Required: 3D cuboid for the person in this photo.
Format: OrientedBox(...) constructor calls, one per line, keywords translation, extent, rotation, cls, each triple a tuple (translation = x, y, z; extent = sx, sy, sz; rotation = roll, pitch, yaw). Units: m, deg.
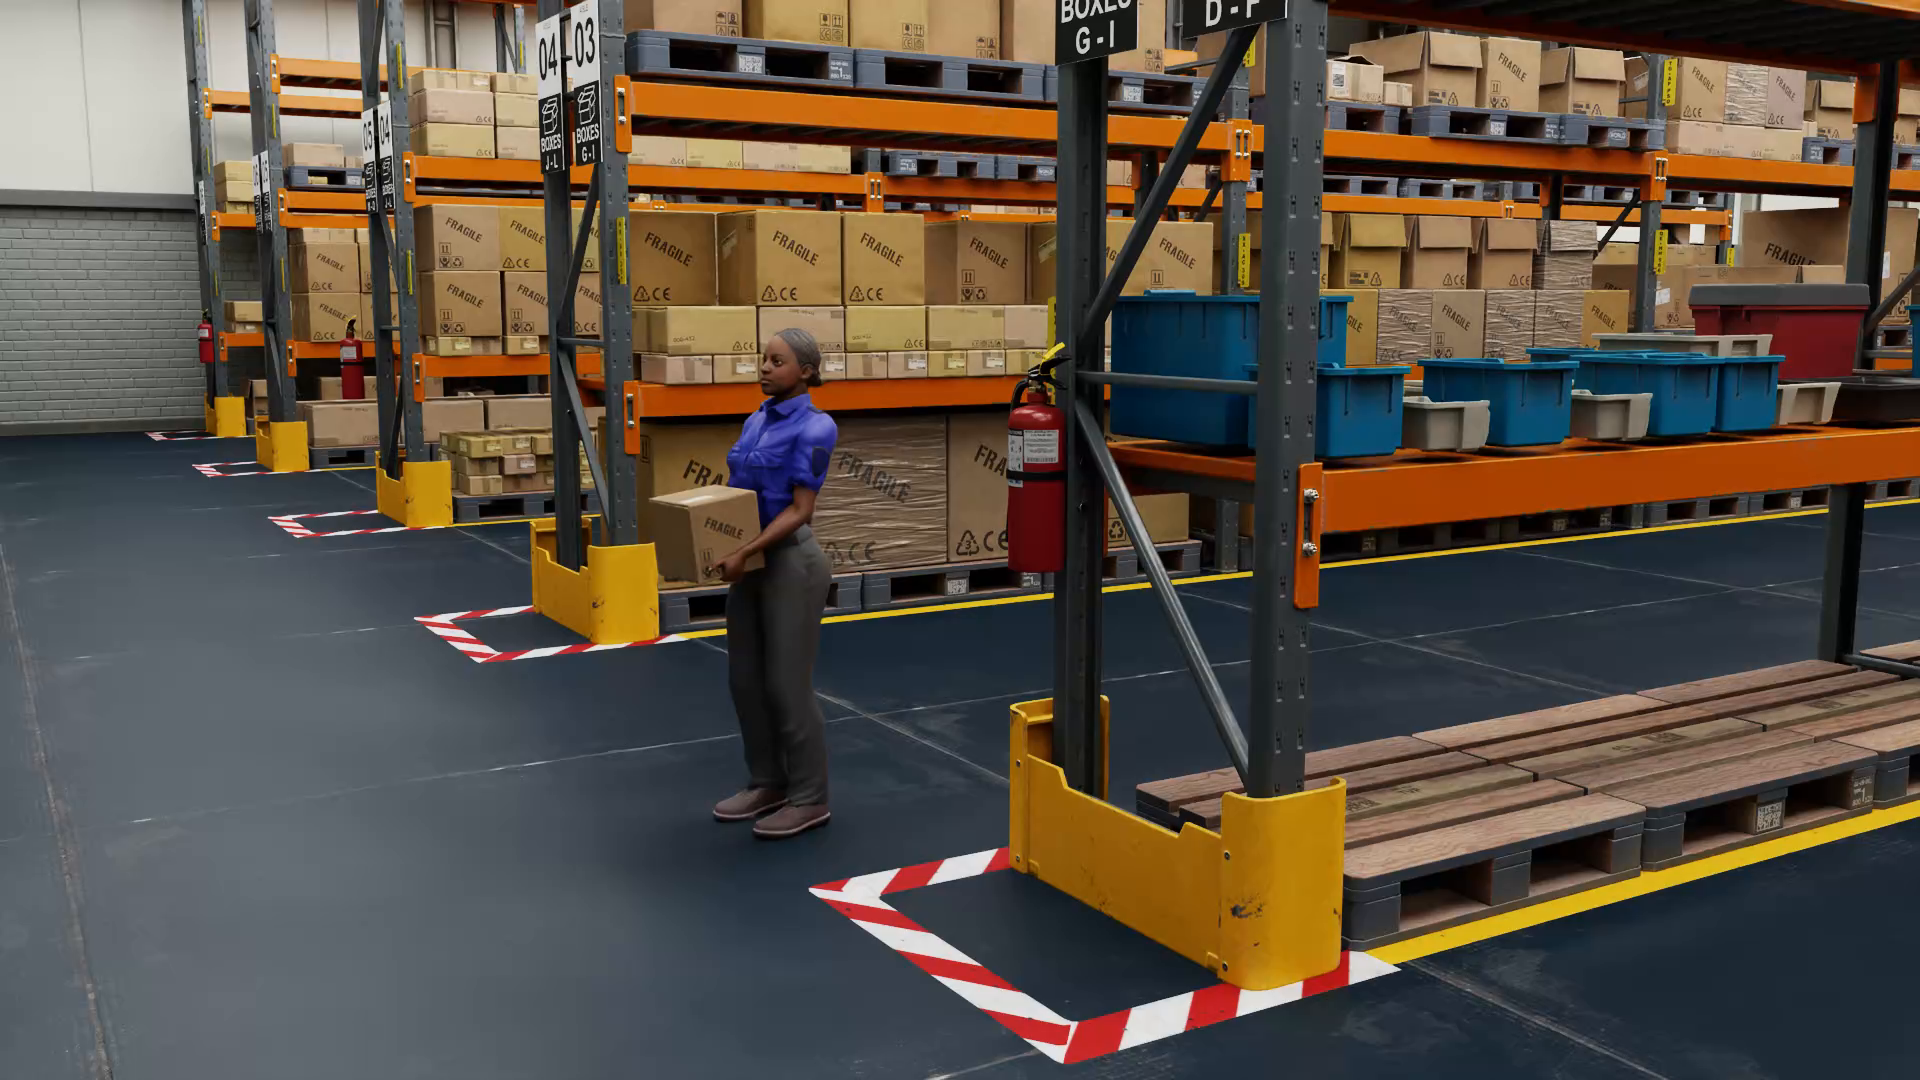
OrientedBox(translation=(-0.667, 0.136, 5.444), extent=(0.523, 1.646, 0.450), rotation=(-7, 11, -40), cls="person")
